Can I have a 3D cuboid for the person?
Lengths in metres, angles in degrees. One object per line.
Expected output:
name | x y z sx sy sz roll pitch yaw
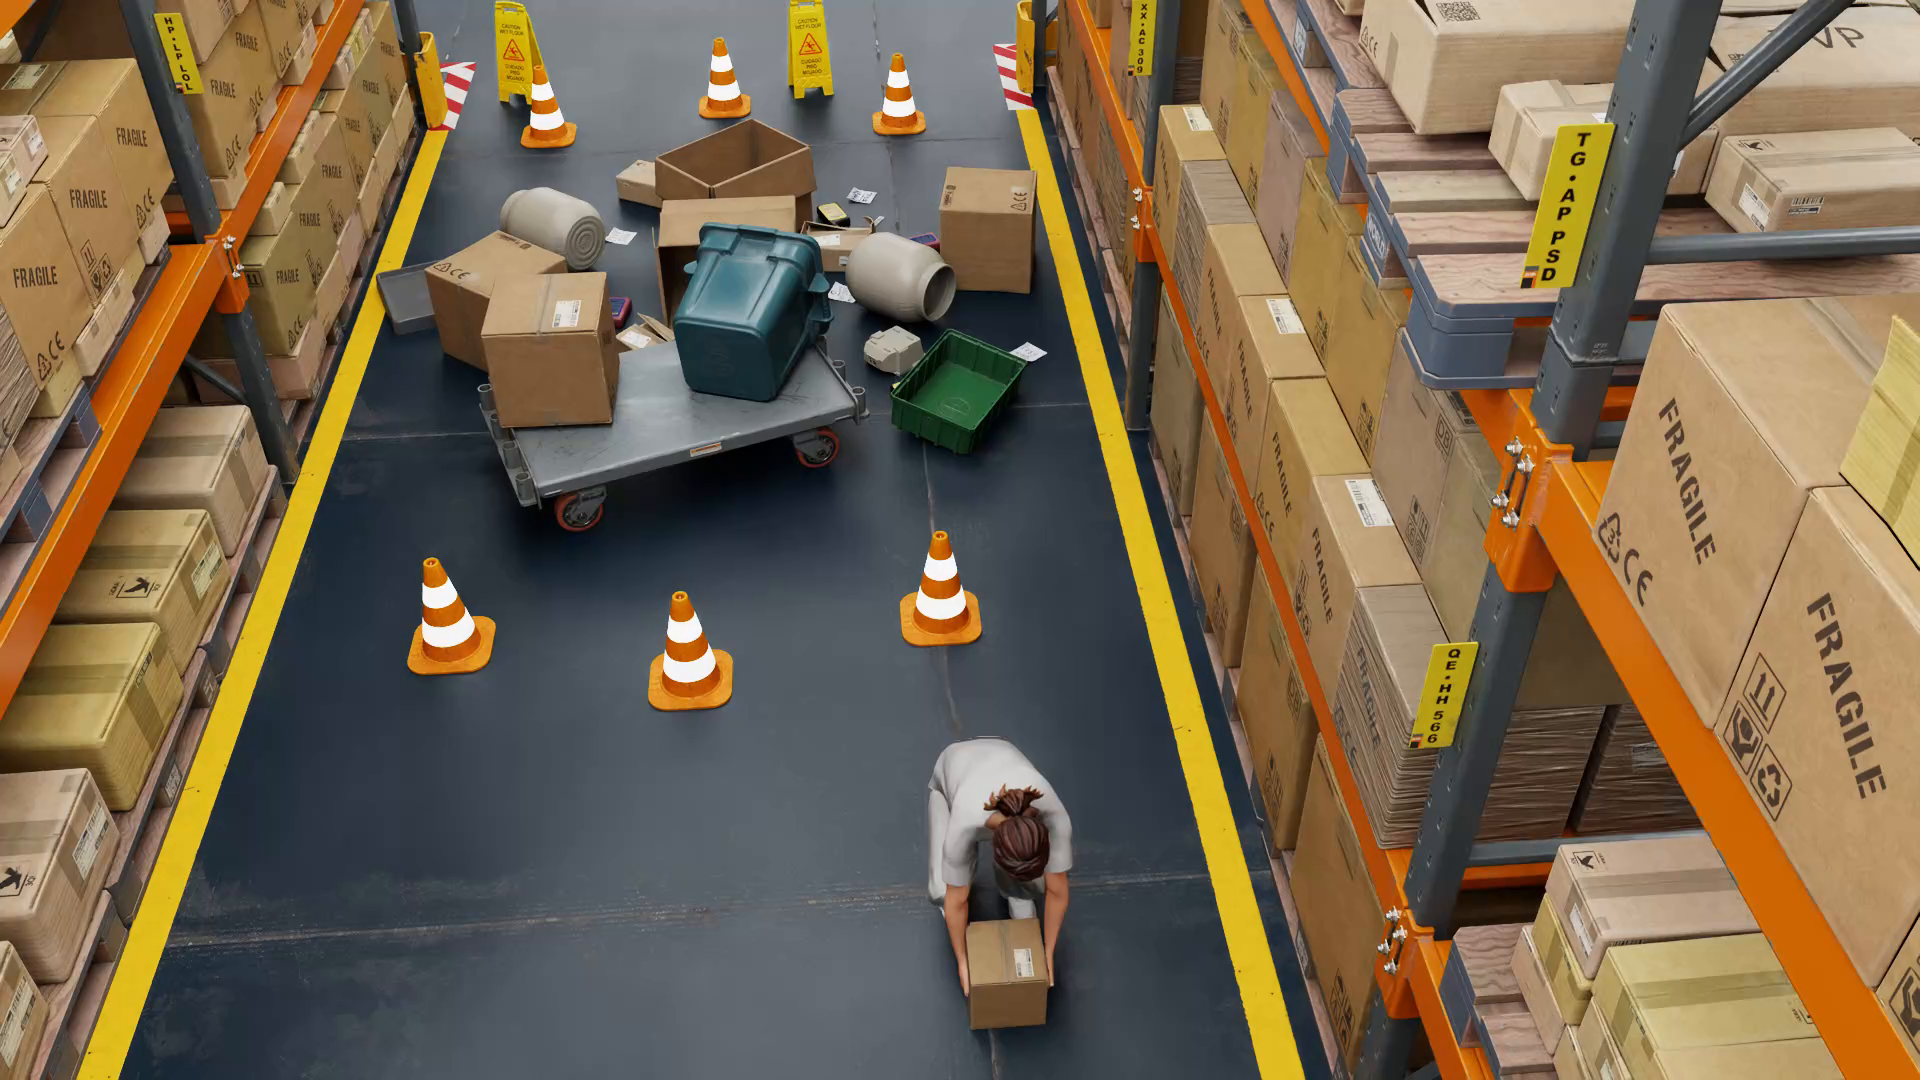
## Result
person | 0.120 1.012 5.595 0.481 0.824 0.800 -3 39 -4
